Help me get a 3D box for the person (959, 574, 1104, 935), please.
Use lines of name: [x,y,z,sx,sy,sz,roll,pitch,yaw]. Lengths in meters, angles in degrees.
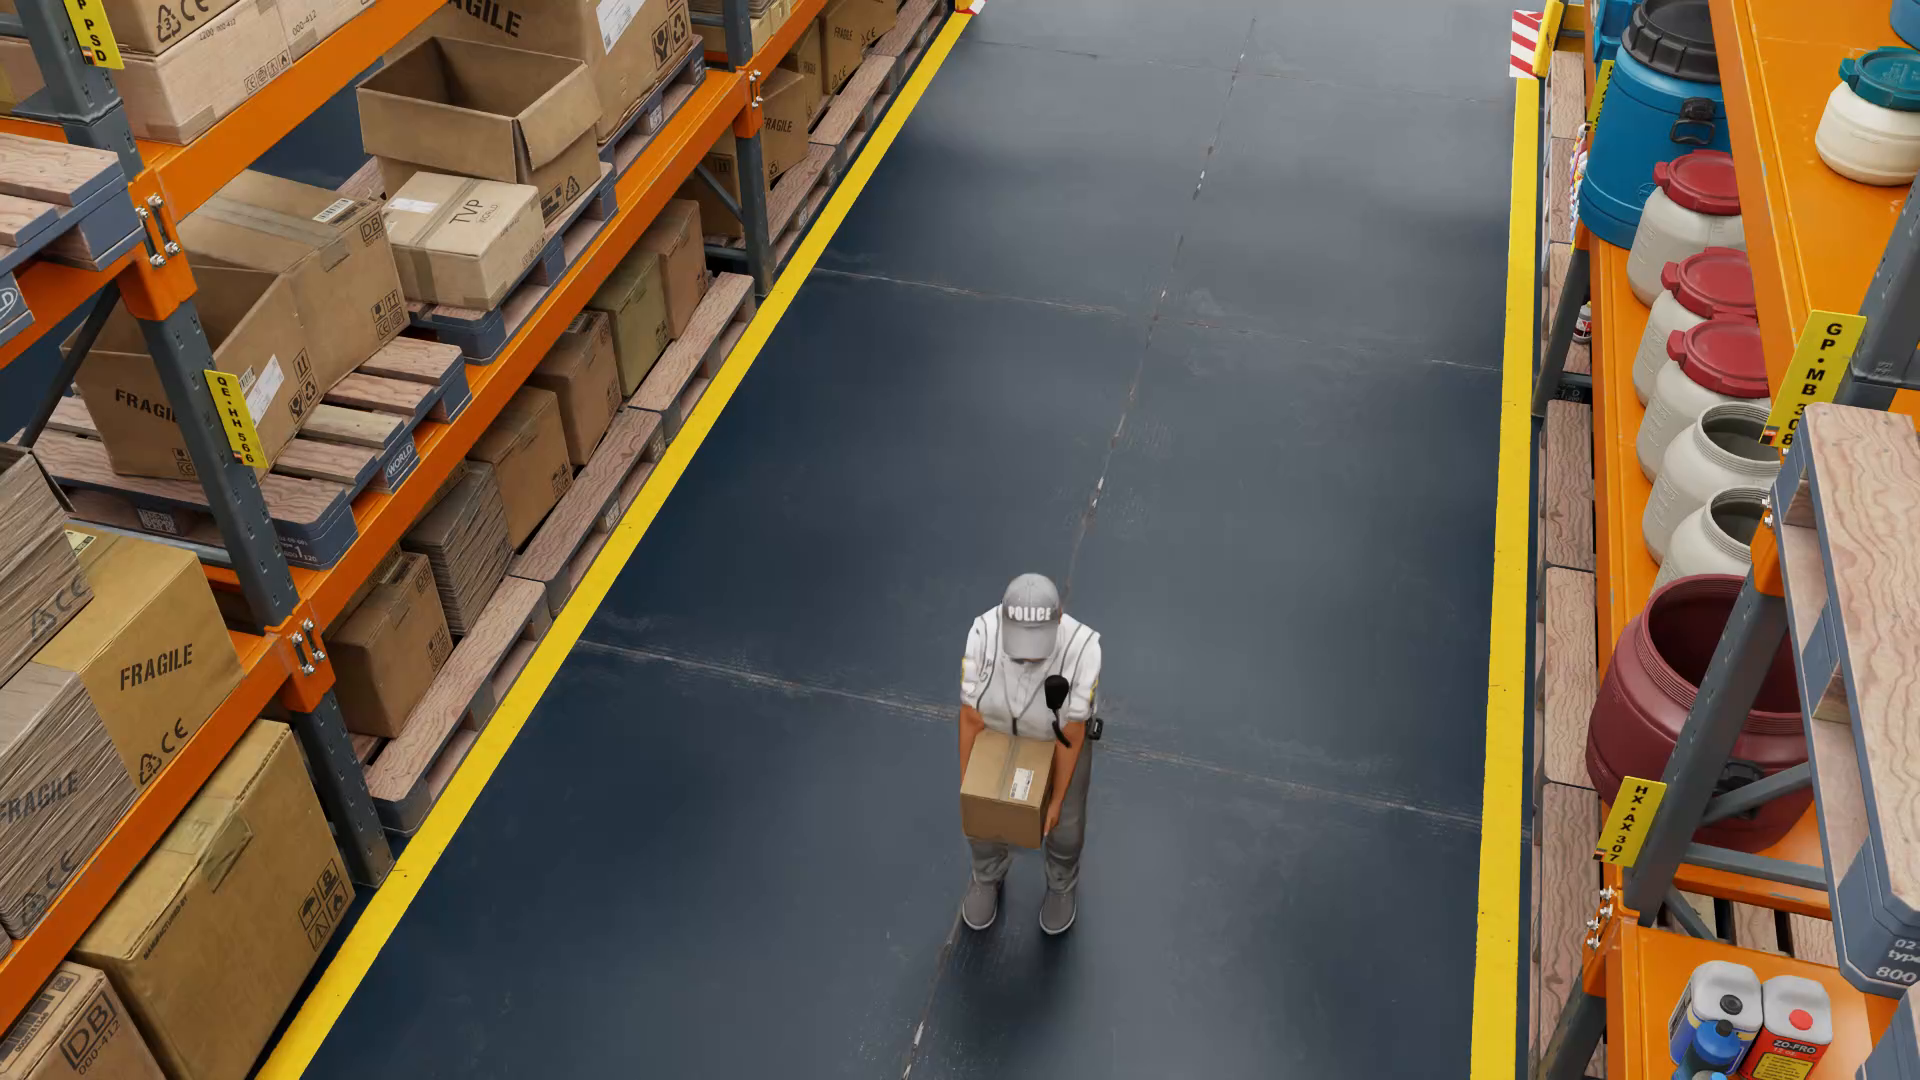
person: [0.217,0.689,5.399,0.452,1.638,0.582,9,42,10]
